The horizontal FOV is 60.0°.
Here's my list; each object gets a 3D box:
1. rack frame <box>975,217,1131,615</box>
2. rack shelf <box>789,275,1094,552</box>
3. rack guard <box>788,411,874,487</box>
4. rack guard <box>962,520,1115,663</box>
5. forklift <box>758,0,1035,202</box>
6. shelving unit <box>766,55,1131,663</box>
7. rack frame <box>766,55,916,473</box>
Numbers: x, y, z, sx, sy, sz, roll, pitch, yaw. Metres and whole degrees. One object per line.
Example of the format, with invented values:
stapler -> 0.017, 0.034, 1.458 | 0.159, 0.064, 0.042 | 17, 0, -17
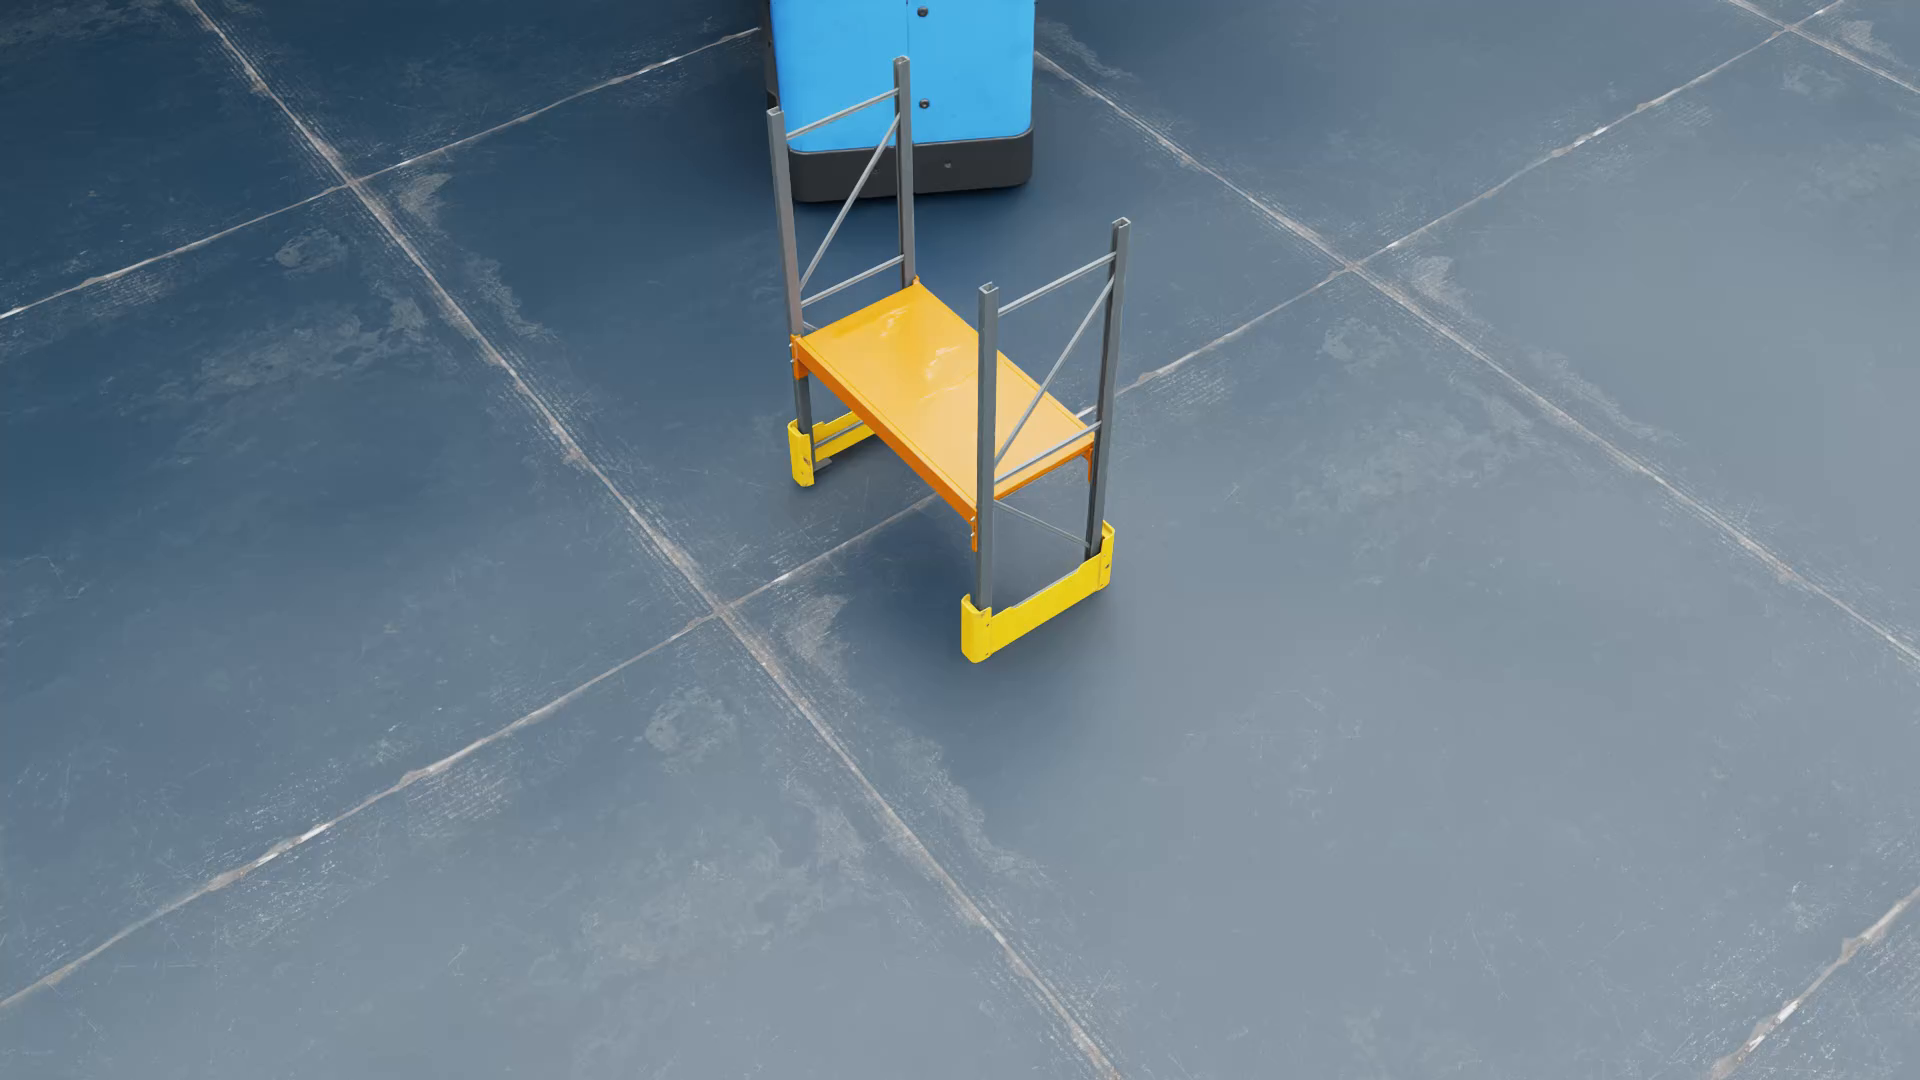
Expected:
rack frame -> 0.256, -0.254, 4.968 | 0.500, 1.500, 0.032 | -29, 54, -24
rack shelf -> -0.052, -0.433, 5.373 | 0.538, 0.185, 1.000 | -29, 54, -24
rack guard -> -0.348, -0.423, 5.964 | 0.587, 0.250, 0.087 | -29, 54, -24
rack guard -> 0.255, 0.165, 5.432 | 0.587, 0.250, 0.087 | -29, 54, -24
forklift -> -0.401, -3.496, 6.941 | 1.130, 2.935, 3.031 | -6, 48, -5
shelving unit -> -0.046, -0.549, 5.235 | 0.587, 1.500, 1.083 | -29, 54, -24
rack frame -> -0.359, -0.854, 5.512 | 0.500, 1.500, 0.032 | -29, 54, -24
